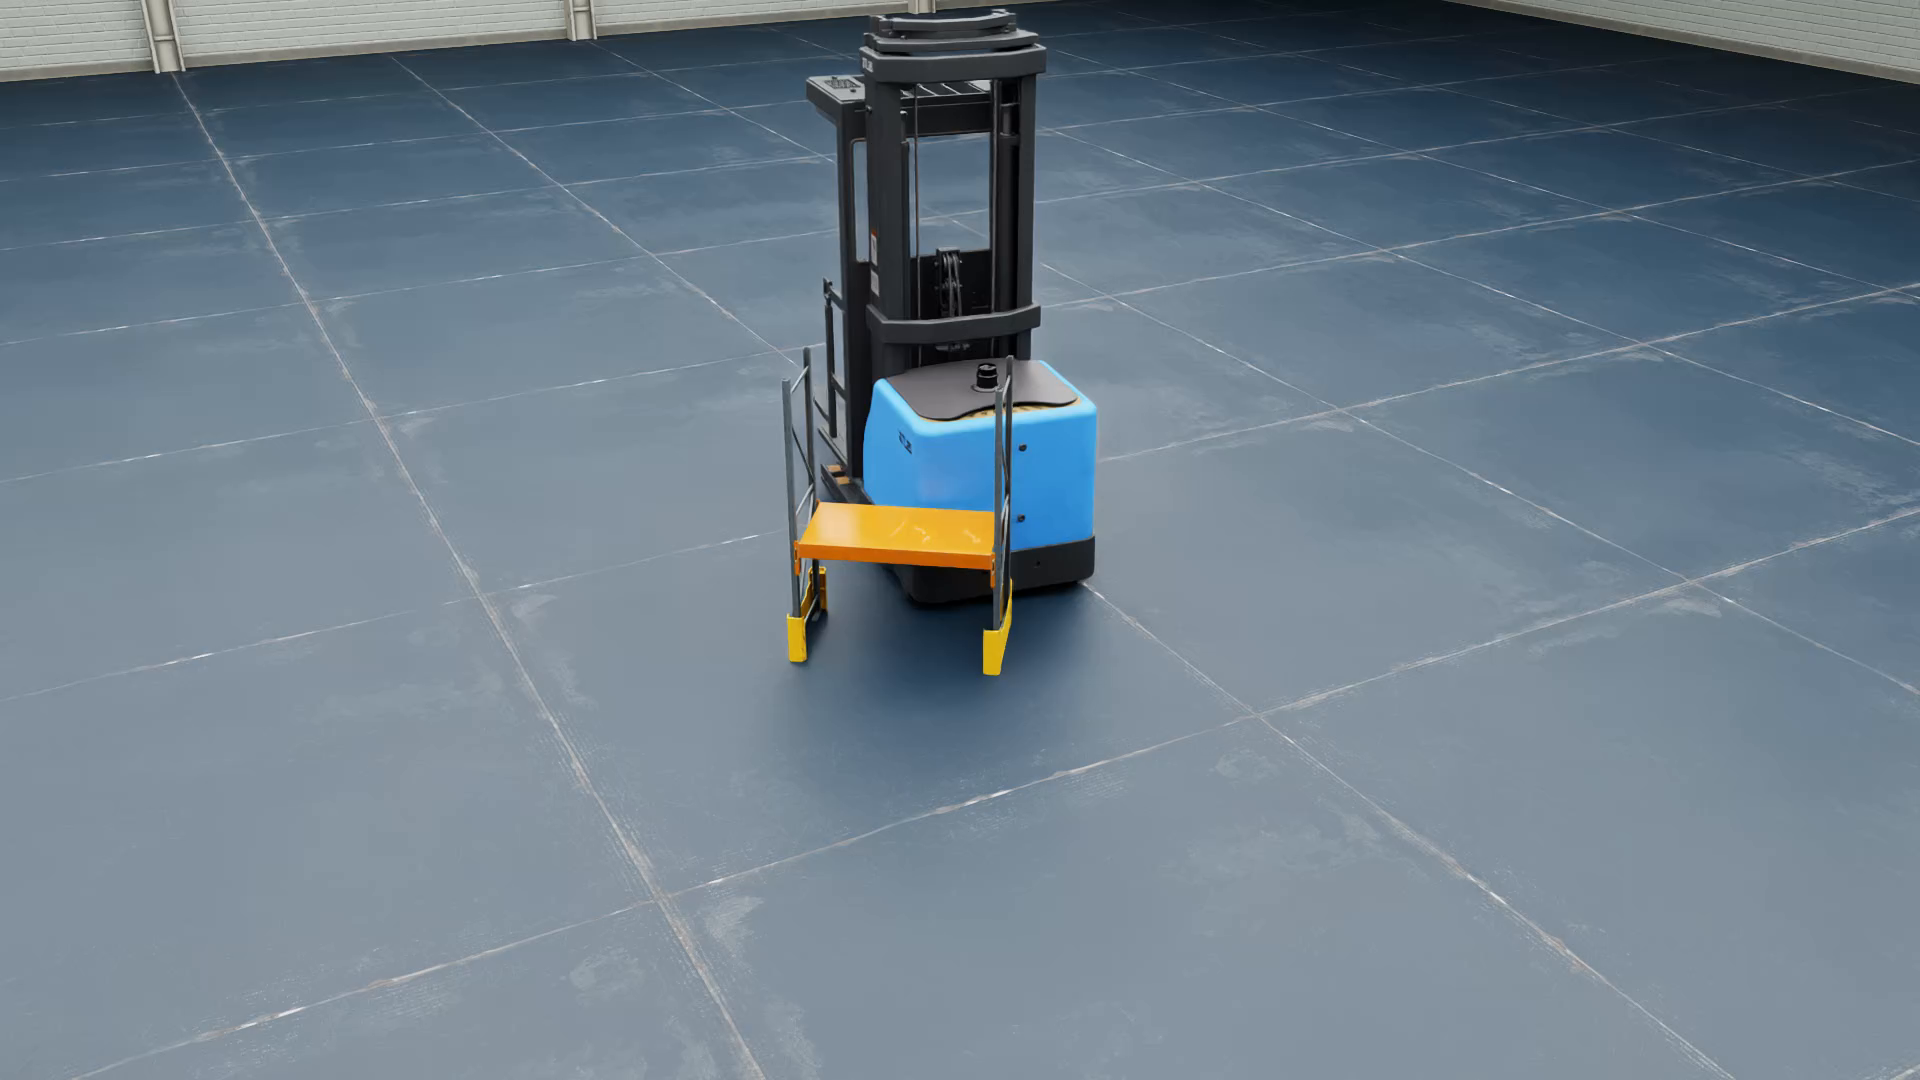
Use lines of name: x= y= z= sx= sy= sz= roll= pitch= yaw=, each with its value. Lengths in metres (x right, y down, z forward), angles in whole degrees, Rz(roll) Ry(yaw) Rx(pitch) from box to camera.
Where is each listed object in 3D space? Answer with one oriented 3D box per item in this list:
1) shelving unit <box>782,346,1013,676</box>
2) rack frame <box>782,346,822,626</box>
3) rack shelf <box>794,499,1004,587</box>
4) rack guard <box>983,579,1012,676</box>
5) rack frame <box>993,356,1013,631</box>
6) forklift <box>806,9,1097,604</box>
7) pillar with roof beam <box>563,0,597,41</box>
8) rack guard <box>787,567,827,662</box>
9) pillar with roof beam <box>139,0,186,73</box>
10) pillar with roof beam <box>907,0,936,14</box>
shelving unit: x=-0.299 y=-0.153 z=8.335 sx=1.083 sy=1.500 sz=0.587 roll=3 pitch=26 yaw=7
rack frame: x=-0.794 y=-0.182 z=8.396 sx=0.032 sy=1.500 sz=0.500 roll=3 pitch=26 yaw=7
rack shelf: x=-0.290 y=0.010 z=8.412 sx=1.000 sy=0.185 sz=0.538 roll=3 pitch=26 yaw=7
rack guard: x=0.194 y=0.440 z=8.545 sx=0.087 sy=0.250 sz=0.587 roll=3 pitch=26 yaw=7
rack frame: x=0.214 y=-0.122 z=8.272 sx=0.032 sy=1.500 sz=0.500 roll=3 pitch=26 yaw=7
forklift: x=-0.226 y=-1.596 z=9.689 sx=1.130 sy=2.935 sz=3.031 roll=-9 pitch=27 yaw=-17
pillar with roof beam: x=-3.933 y=-10.322 z=20.852 sx=0.400 sy=9.000 sz=9.100 roll=-13 pitch=29 yaw=-25
rack guard: x=-0.792 y=0.381 z=8.667 sx=0.087 sy=0.250 sz=0.587 roll=3 pitch=26 yaw=7
pillar with roof beam: x=-9.227 y=-9.100 z=18.307 sx=0.400 sy=9.000 sz=9.100 roll=-13 pitch=29 yaw=-25
pillar with roof beam: x=1.362 y=-11.544 z=23.397 sx=0.400 sy=9.000 sz=9.100 roll=-13 pitch=29 yaw=-25
